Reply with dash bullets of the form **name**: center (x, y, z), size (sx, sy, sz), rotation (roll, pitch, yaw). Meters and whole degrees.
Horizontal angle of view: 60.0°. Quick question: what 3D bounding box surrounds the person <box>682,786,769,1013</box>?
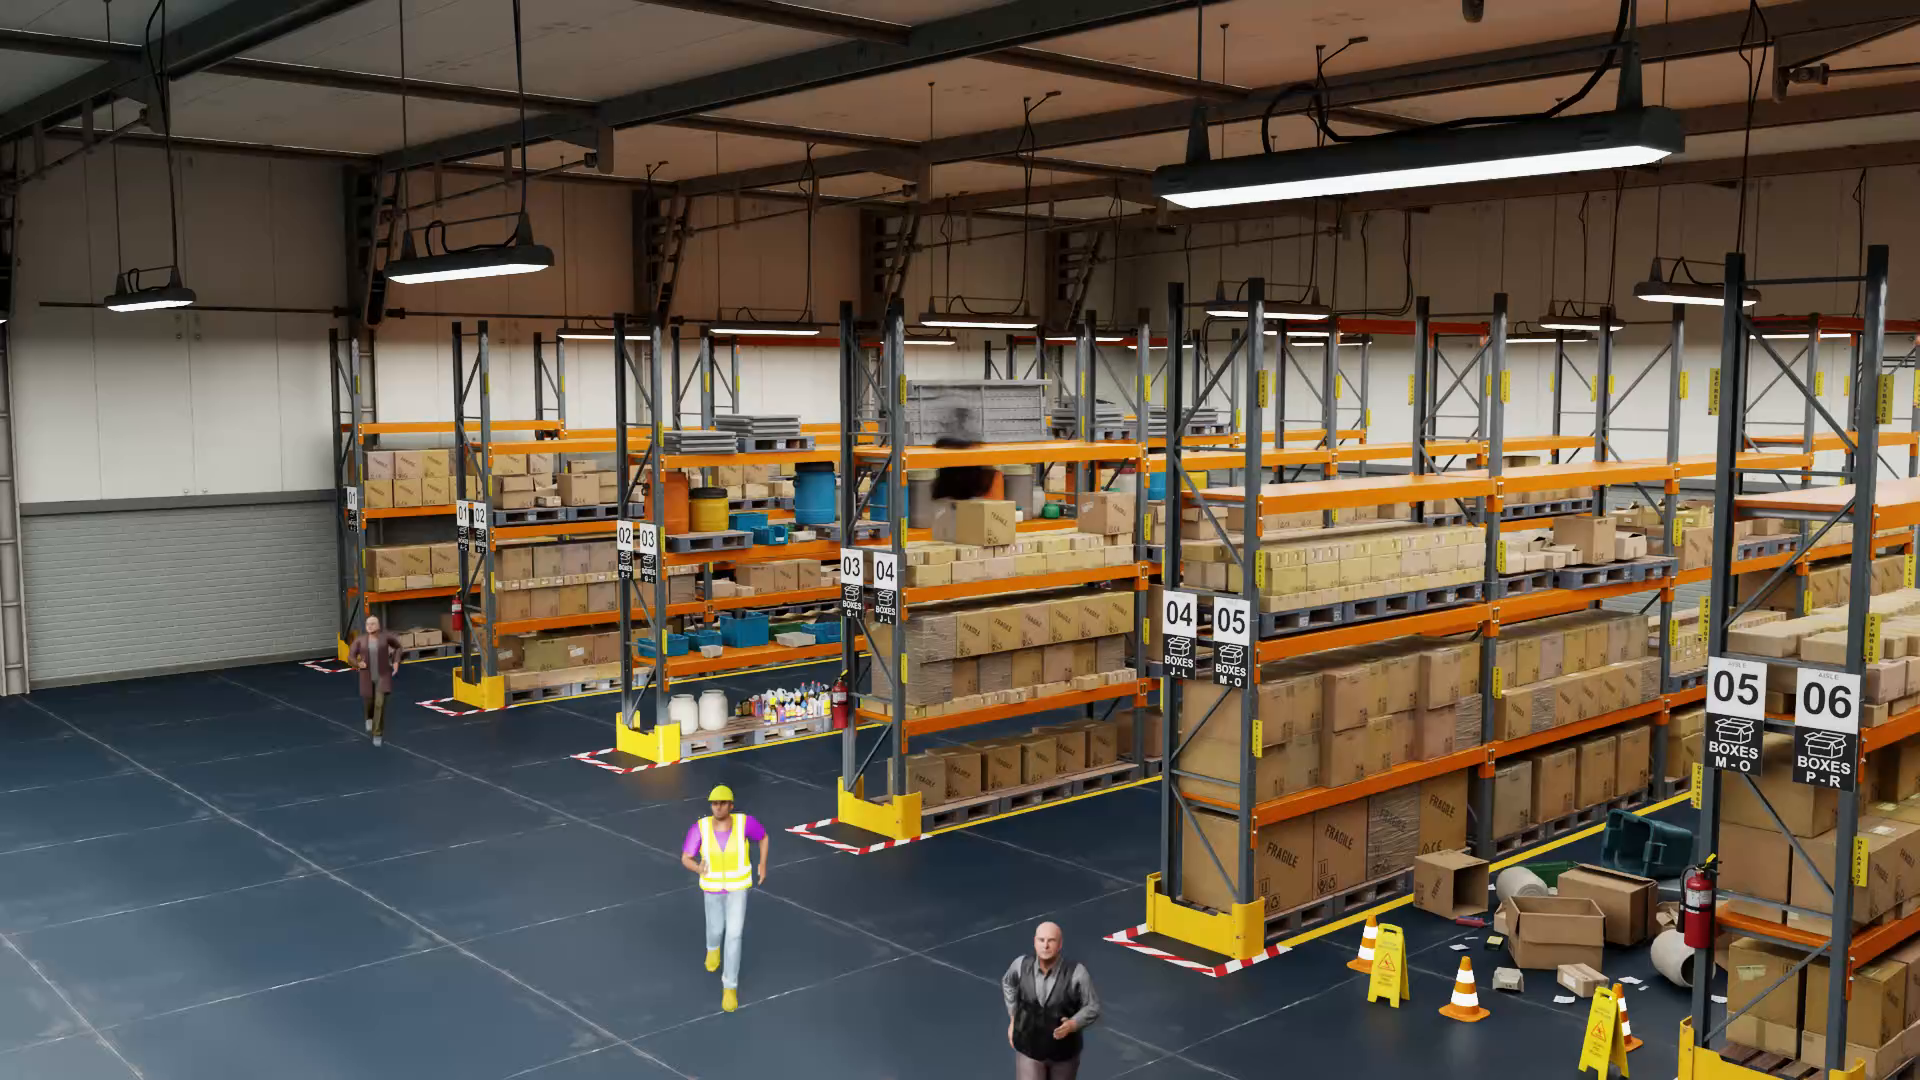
- **person**: center (-1.961, 2.910, 13.917), size (0.711, 1.782, 0.985), rotation (0, 6, -3)

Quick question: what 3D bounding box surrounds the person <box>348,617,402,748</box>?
- **person**: center (-8.265, 1.961, 23.523), size (0.718, 1.793, 1.044), rotation (-1, 6, -12)

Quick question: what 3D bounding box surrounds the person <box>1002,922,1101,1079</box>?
- **person**: center (0.572, 3.283, 10.542), size (0.642, 1.782, 0.783), rotation (0, 6, 5)
